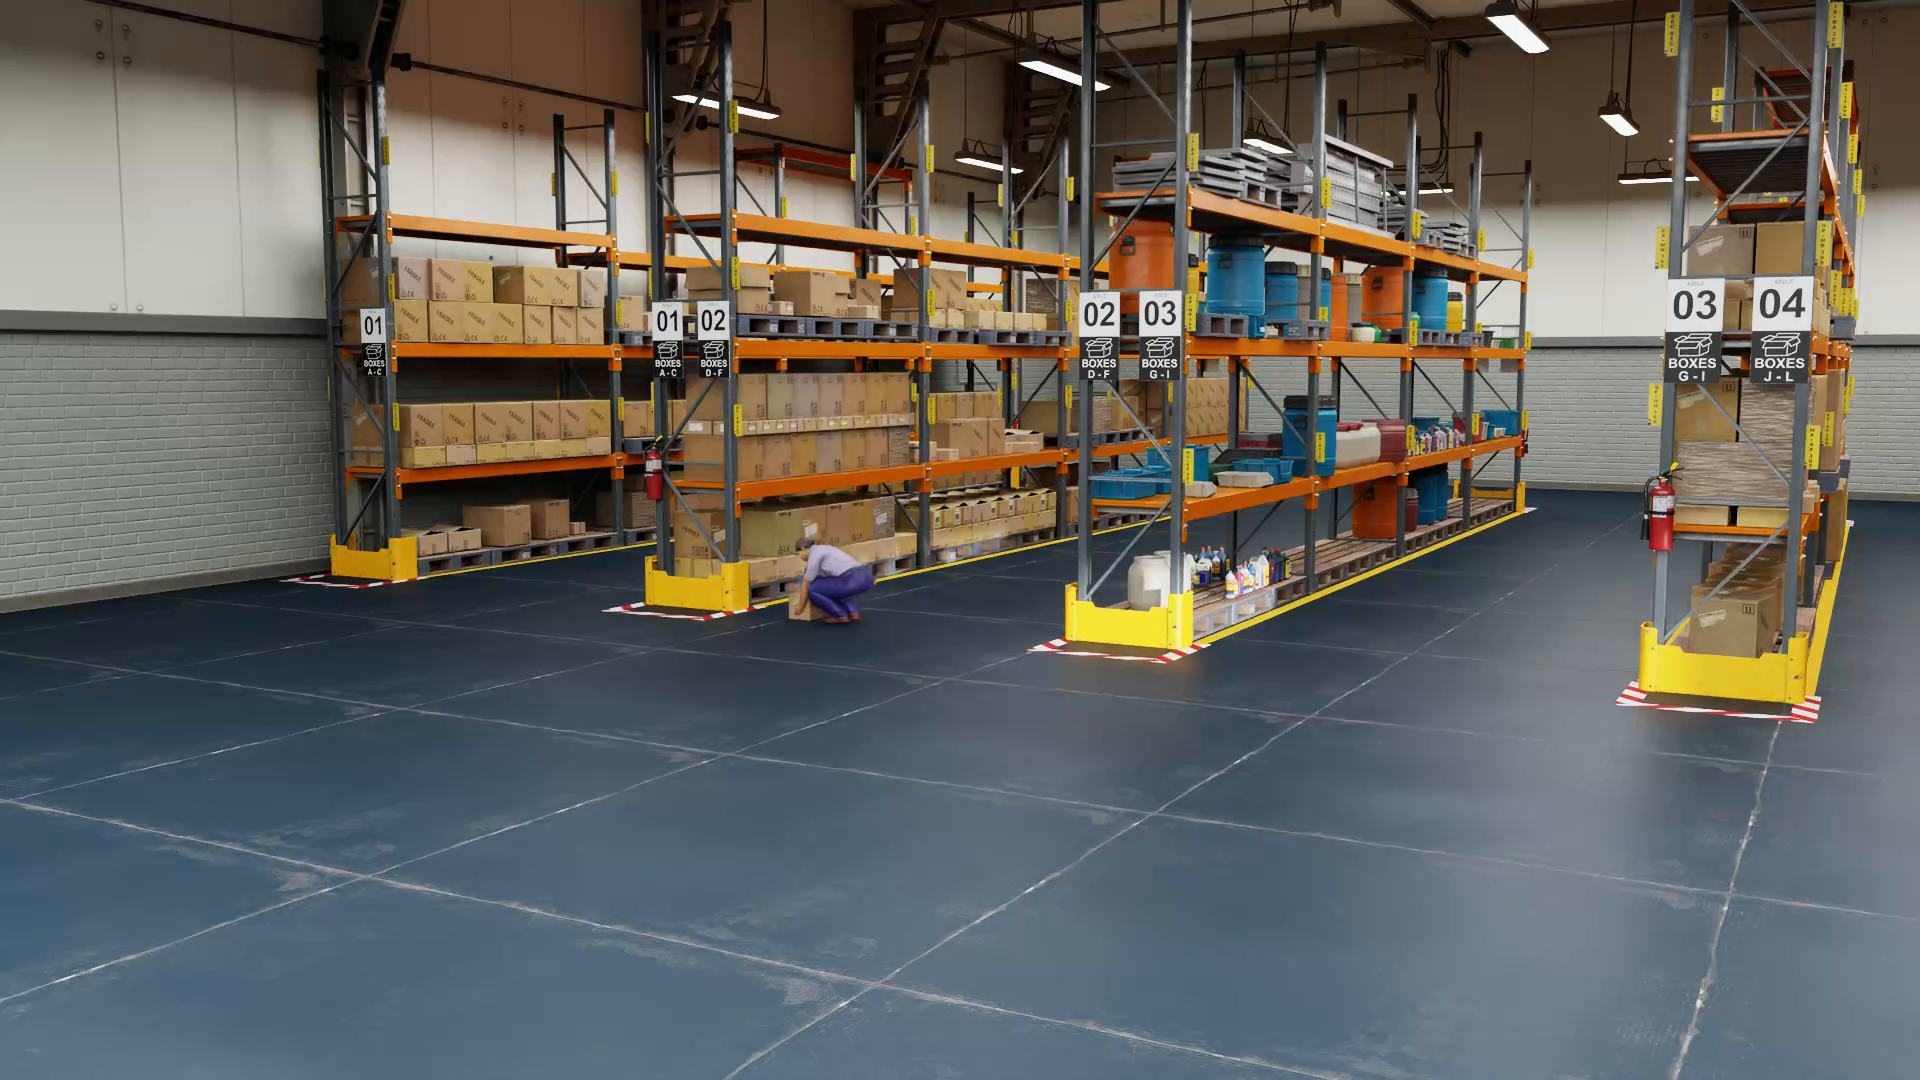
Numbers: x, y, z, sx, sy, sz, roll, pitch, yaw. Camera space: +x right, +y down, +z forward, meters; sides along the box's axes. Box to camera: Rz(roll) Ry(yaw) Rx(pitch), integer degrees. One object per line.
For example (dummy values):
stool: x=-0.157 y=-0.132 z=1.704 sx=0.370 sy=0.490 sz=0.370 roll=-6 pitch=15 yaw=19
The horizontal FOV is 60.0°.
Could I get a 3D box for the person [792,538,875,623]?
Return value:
person: x=-1.266 y=0.400 z=16.586 sx=0.815 sy=0.833 sz=0.517 roll=3 pitch=7 yaw=29
